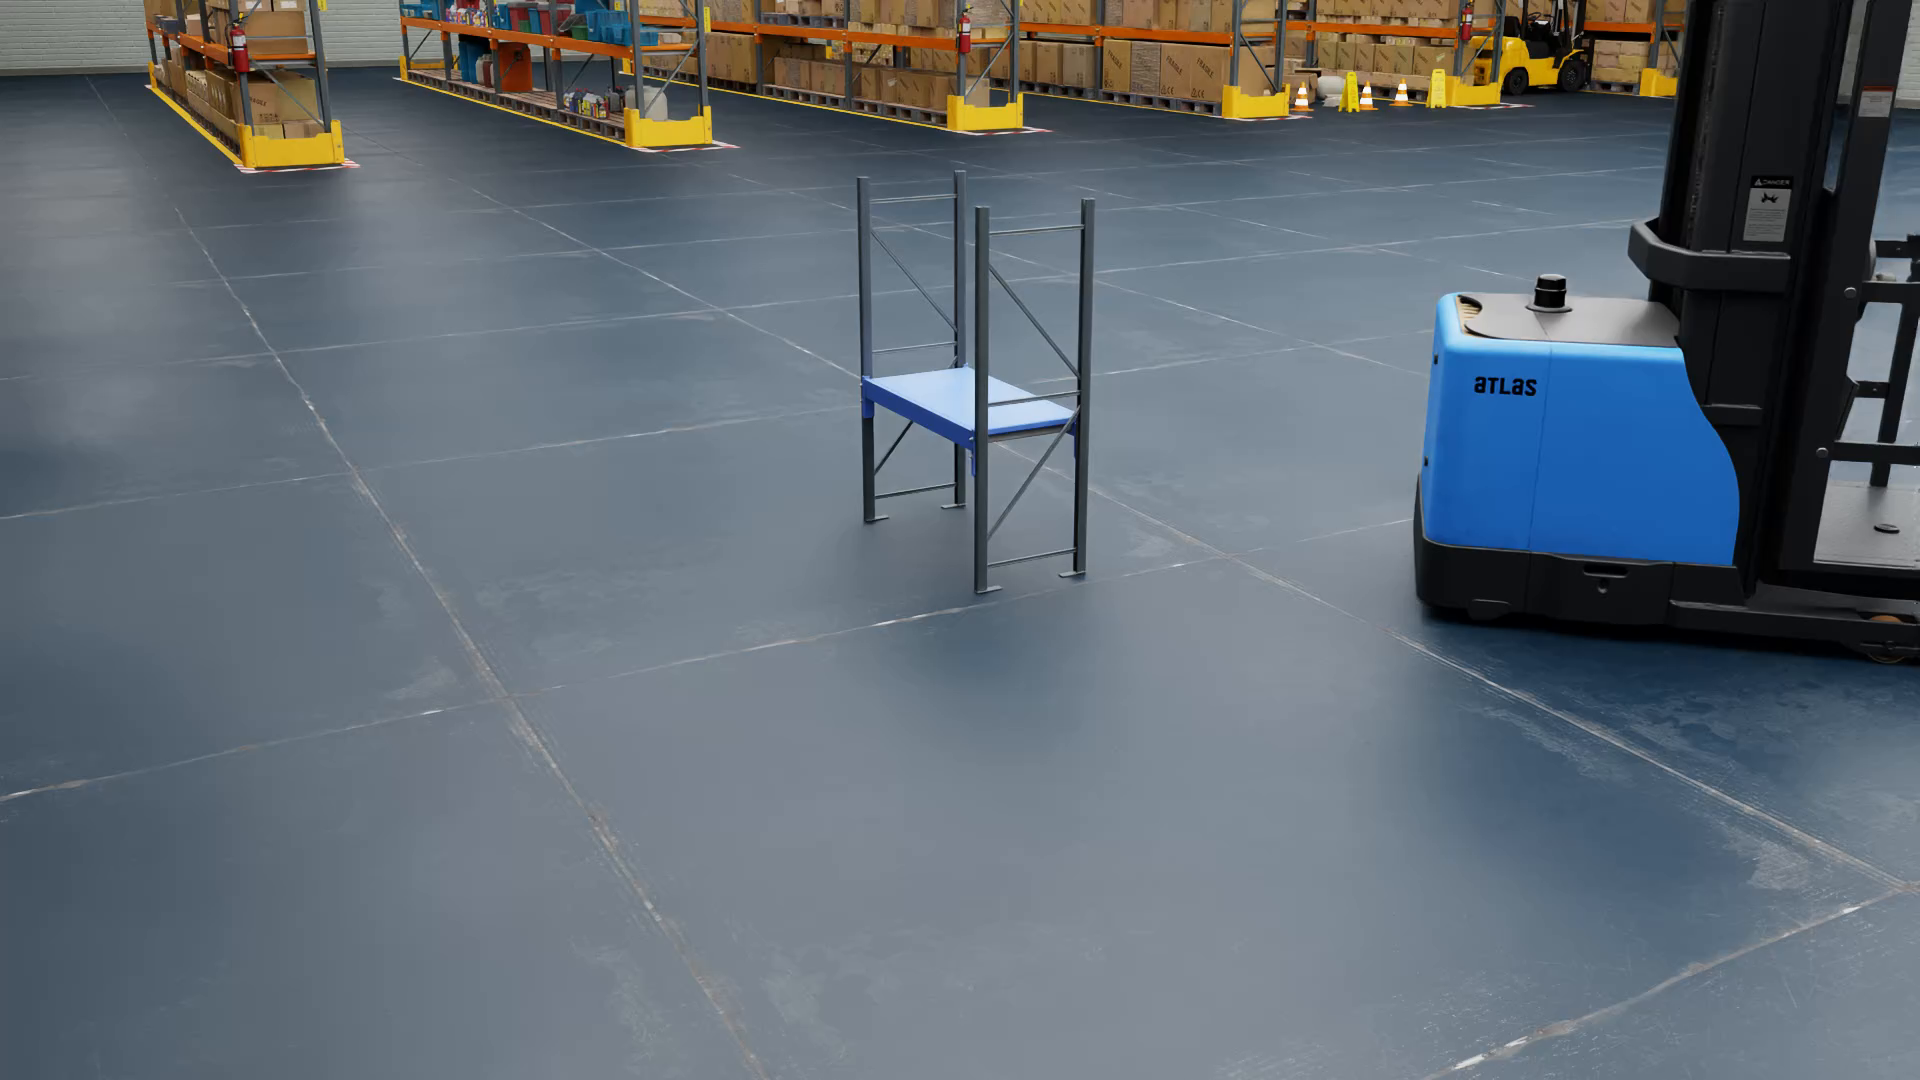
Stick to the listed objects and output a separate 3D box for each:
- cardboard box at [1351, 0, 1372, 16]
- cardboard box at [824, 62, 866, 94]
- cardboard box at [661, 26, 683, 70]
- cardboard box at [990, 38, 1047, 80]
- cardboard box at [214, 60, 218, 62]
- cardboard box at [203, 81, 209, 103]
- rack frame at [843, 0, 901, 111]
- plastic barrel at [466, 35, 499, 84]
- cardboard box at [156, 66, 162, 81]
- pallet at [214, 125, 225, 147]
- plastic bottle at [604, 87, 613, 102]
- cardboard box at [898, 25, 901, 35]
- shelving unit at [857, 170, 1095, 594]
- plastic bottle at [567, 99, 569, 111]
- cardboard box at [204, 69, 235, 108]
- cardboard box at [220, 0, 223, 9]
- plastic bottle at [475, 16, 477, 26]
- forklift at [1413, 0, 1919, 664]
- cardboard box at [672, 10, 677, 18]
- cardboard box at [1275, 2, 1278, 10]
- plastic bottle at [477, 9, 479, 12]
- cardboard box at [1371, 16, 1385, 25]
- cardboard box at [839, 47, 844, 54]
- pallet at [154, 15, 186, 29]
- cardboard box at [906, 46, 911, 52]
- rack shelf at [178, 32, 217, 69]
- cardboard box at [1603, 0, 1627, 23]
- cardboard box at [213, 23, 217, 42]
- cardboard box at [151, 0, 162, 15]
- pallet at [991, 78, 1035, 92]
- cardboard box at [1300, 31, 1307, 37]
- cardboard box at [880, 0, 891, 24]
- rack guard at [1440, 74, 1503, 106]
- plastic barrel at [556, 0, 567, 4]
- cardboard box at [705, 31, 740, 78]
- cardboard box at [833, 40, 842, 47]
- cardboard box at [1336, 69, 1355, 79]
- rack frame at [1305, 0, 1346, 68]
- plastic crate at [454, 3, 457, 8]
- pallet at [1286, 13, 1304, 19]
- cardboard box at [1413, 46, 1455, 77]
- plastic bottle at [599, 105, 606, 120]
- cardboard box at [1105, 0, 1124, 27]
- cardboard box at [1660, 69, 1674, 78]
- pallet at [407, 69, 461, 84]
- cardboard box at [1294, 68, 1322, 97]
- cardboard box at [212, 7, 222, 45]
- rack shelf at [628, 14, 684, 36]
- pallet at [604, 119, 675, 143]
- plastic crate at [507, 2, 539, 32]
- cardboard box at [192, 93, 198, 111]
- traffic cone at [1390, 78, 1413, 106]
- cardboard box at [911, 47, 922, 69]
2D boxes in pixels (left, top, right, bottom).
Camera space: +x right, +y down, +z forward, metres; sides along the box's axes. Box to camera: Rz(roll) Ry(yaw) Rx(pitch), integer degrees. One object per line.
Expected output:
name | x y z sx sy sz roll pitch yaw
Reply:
cardboard box | 7.690 -10.058 31.071 0.500 0.500 0.500 -10 21 -27
cardboard box | -1.964 -8.137 29.271 0.700 0.500 0.500 -10 21 -27
cardboard box | -5.950 -10.742 36.276 0.875 0.875 0.875 -10 21 -27
cardboard box | 1.243 -9.625 33.231 1.050 0.750 0.750 -10 22 -27
cardboard box | -13.286 -8.340 29.860 0.500 0.500 0.500 -10 21 -26
cardboard box | -10.646 -6.493 24.062 0.500 0.311 0.500 -10 21 -27
rack frame | -1.481 -8.791 28.009 1.000 3.000 0.127 -10 21 -27
plastic barrel | -9.059 -9.165 31.666 0.600 0.901 0.708 -10 21 -27
cardboard box | -15.416 -9.124 32.514 0.500 0.250 0.500 -10 21 -27
pallet | -9.860 -5.705 23.340 1.003 0.211 1.213 -10 21 -27
plastic bottle | -5.407 -6.817 25.675 0.144 0.351 0.185 -10 21 -27
cardboard box | -0.761 -8.071 26.307 0.380 0.149 0.250 -10 21 -27
shelving unit | 0.041 -0.684 6.816 0.538 1.500 1.048 -10 21 -27
plastic bottle | -5.978 -6.691 25.540 0.097 0.201 0.097 0 19 0
cardboard box | -10.256 -6.329 23.297 0.500 0.500 0.500 -10 21 -27
cardboard box | -9.505 -7.060 21.846 0.380 0.149 0.250 -10 21 -27
plastic bottle | -8.686 -9.370 29.992 0.097 0.201 0.097 0 19 0
forklift | 3.303 -1.126 5.902 3.031 2.935 1.130 4 20 13
cardboard box | -5.836 -11.080 35.027 0.380 0.149 0.250 -10 21 -26
cardboard box | 6.489 -10.658 33.160 0.380 0.149 0.250 -10 22 -28
plastic bottle | -8.811 -9.570 30.447 0.061 0.283 0.133 -10 21 -27
cardboard box | 7.851 -9.630 30.827 0.380 0.149 0.250 -10 21 -27
cardboard box | -2.663 -11.689 39.678 0.380 0.149 0.250 -10 21 -27
pallet | -13.716 -9.217 29.538 1.003 0.211 1.213 -10 21 -27
cardboard box | -1.265 -11.021 37.286 0.380 0.149 0.250 -9 21 -25
rack shelf | -11.151 -7.492 25.347 1.077 0.370 4.000 -10 21 -27
cardboard box | 12.803 -10.246 32.072 0.500 0.500 0.500 -9 21 -25
cardboard box | -10.473 -7.321 23.980 0.500 0.250 0.500 -9 21 -23
cardboard box | -13.972 -9.629 29.642 0.500 0.500 0.700 16 25 39
pallet | 1.341 -9.122 33.244 1.003 0.211 1.213 -10 21 -27
cardboard box | 8.420 -12.207 40.102 0.380 0.149 0.250 -9 21 -25
cardboard box | -0.789 -8.563 26.740 0.875 0.500 0.500 -10 21 -27
rack guard | 9.104 -8.018 29.601 1.175 0.500 0.348 -10 21 -27
plastic barrel | -6.450 -8.607 27.268 0.433 0.535 0.433 0 19 0
cardboard box | -4.533 -9.845 33.676 1.225 0.875 0.875 -11 22 -29
cardboard box | -2.816 -11.904 39.846 0.380 0.149 0.250 -11 22 -29
cardboard box | 7.546 -8.862 31.787 0.500 0.250 0.500 -9 21 -24
rack frame | 7.240 -10.326 32.458 1.000 3.000 0.127 -10 21 -27
plastic crate | -10.202 -10.760 33.804 0.437 0.282 0.530 -10 21 -27
pallet | 6.317 -10.822 34.188 1.003 0.211 1.213 -10 21 -27
cardboard box | 8.530 -8.621 29.937 0.500 0.500 0.500 -10 21 -26
plastic bottle | -5.198 -6.220 24.174 0.097 0.201 0.097 0 19 0
cardboard box | 3.118 -9.497 29.826 0.875 0.550 0.550 -10 21 -27
cardboard box | 13.445 -9.018 32.238 0.500 0.250 0.500 -10 21 -26
pallet | -11.181 -9.908 35.520 1.003 0.211 1.213 -10 21 -27
cardboard box | 6.552 -8.627 31.363 0.500 0.500 0.500 4 19 11
cardboard box | -9.985 -7.178 23.183 0.700 0.500 0.500 -11 22 -28
rack shelf | -6.230 -11.322 36.446 1.077 0.370 4.000 -10 21 -27
pallet | -4.399 -5.806 23.633 1.003 0.211 1.213 -10 21 -27
plastic crate | -7.241 -8.691 27.622 0.402 0.464 0.583 -10 21 -27
cardboard box | -11.618 -6.816 25.858 0.500 0.250 0.500 -11 22 -28
traffic cone | 7.800 -7.902 29.322 0.336 0.463 0.334 -10 21 -27
cardboard box | -0.749 -10.590 36.412 0.500 0.500 0.500 -9 21 -25
